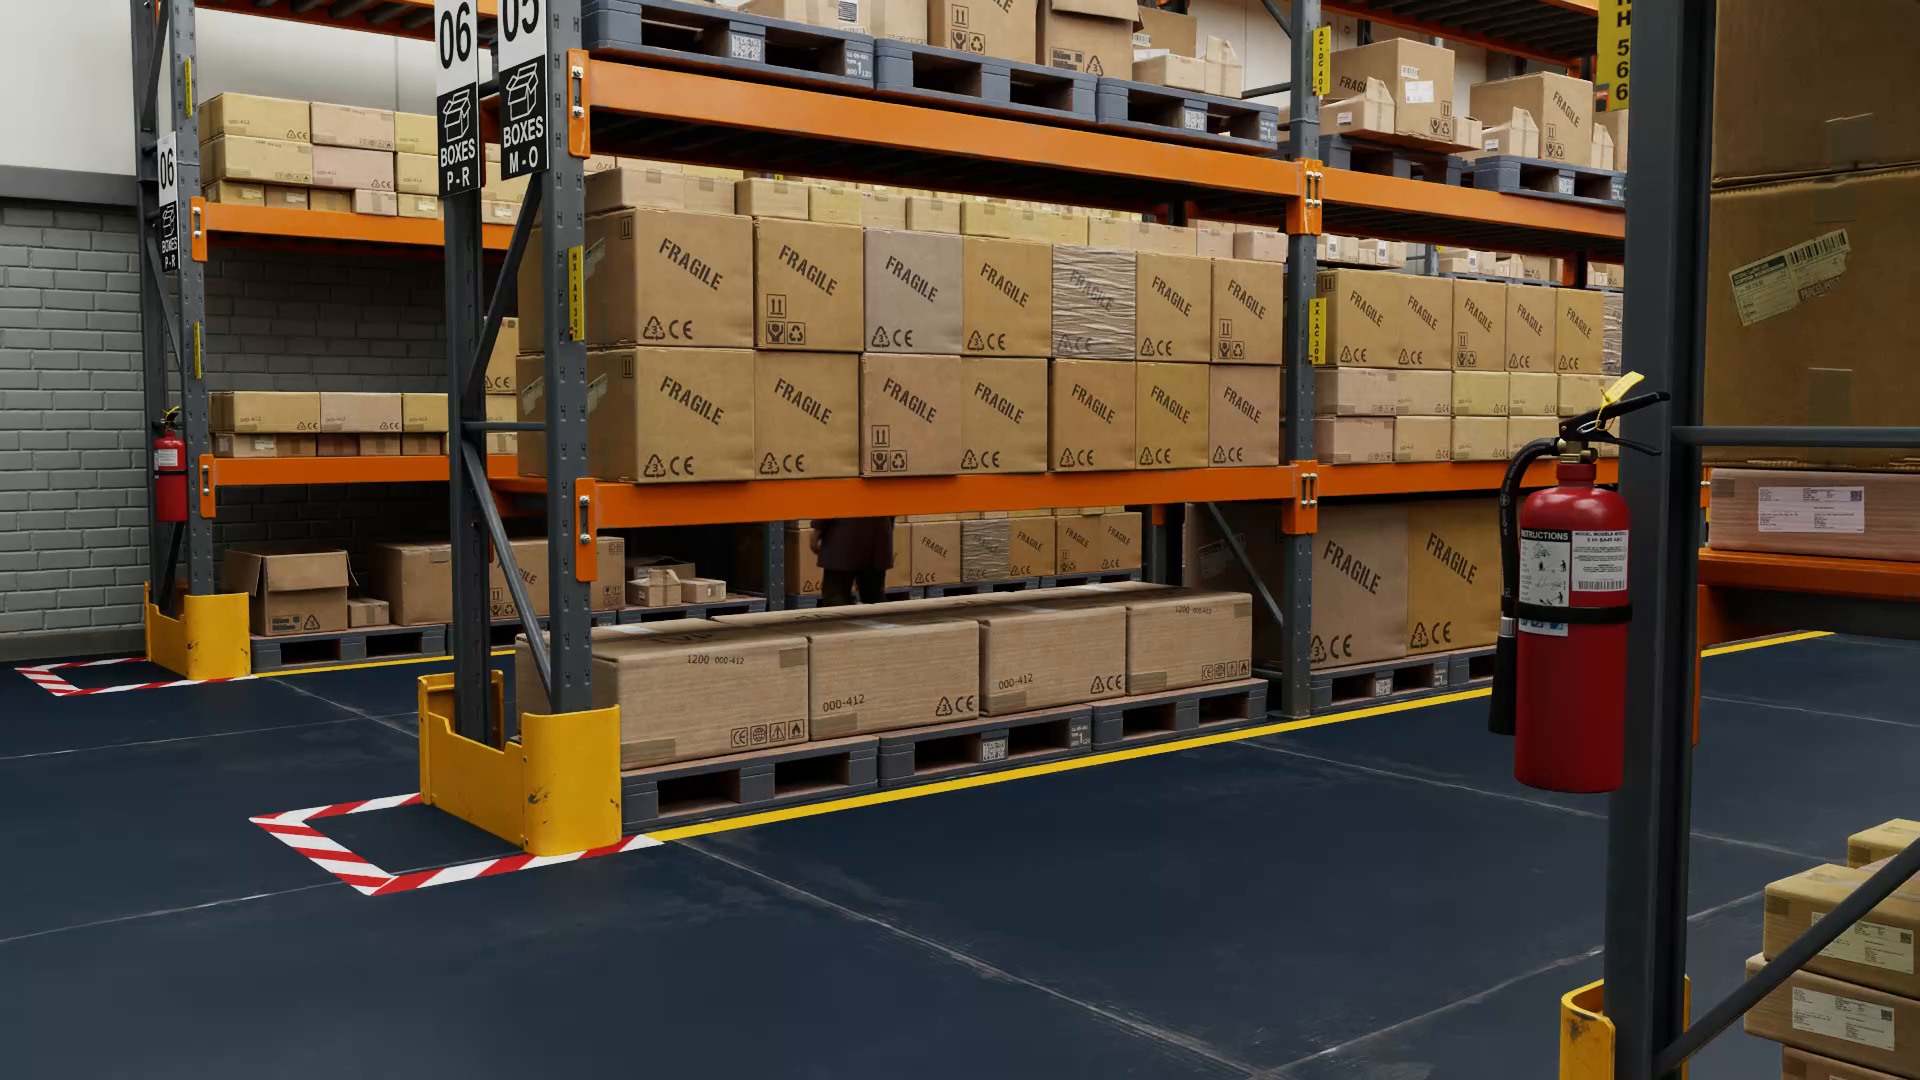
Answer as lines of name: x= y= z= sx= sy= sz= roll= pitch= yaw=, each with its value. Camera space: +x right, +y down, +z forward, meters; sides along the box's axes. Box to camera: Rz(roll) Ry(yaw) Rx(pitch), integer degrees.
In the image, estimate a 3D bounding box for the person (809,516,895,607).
person: x=-0.624 y=-0.051 z=9.764 sx=0.567 sy=1.767 sz=0.378 roll=-3 pitch=5 yaw=-38
